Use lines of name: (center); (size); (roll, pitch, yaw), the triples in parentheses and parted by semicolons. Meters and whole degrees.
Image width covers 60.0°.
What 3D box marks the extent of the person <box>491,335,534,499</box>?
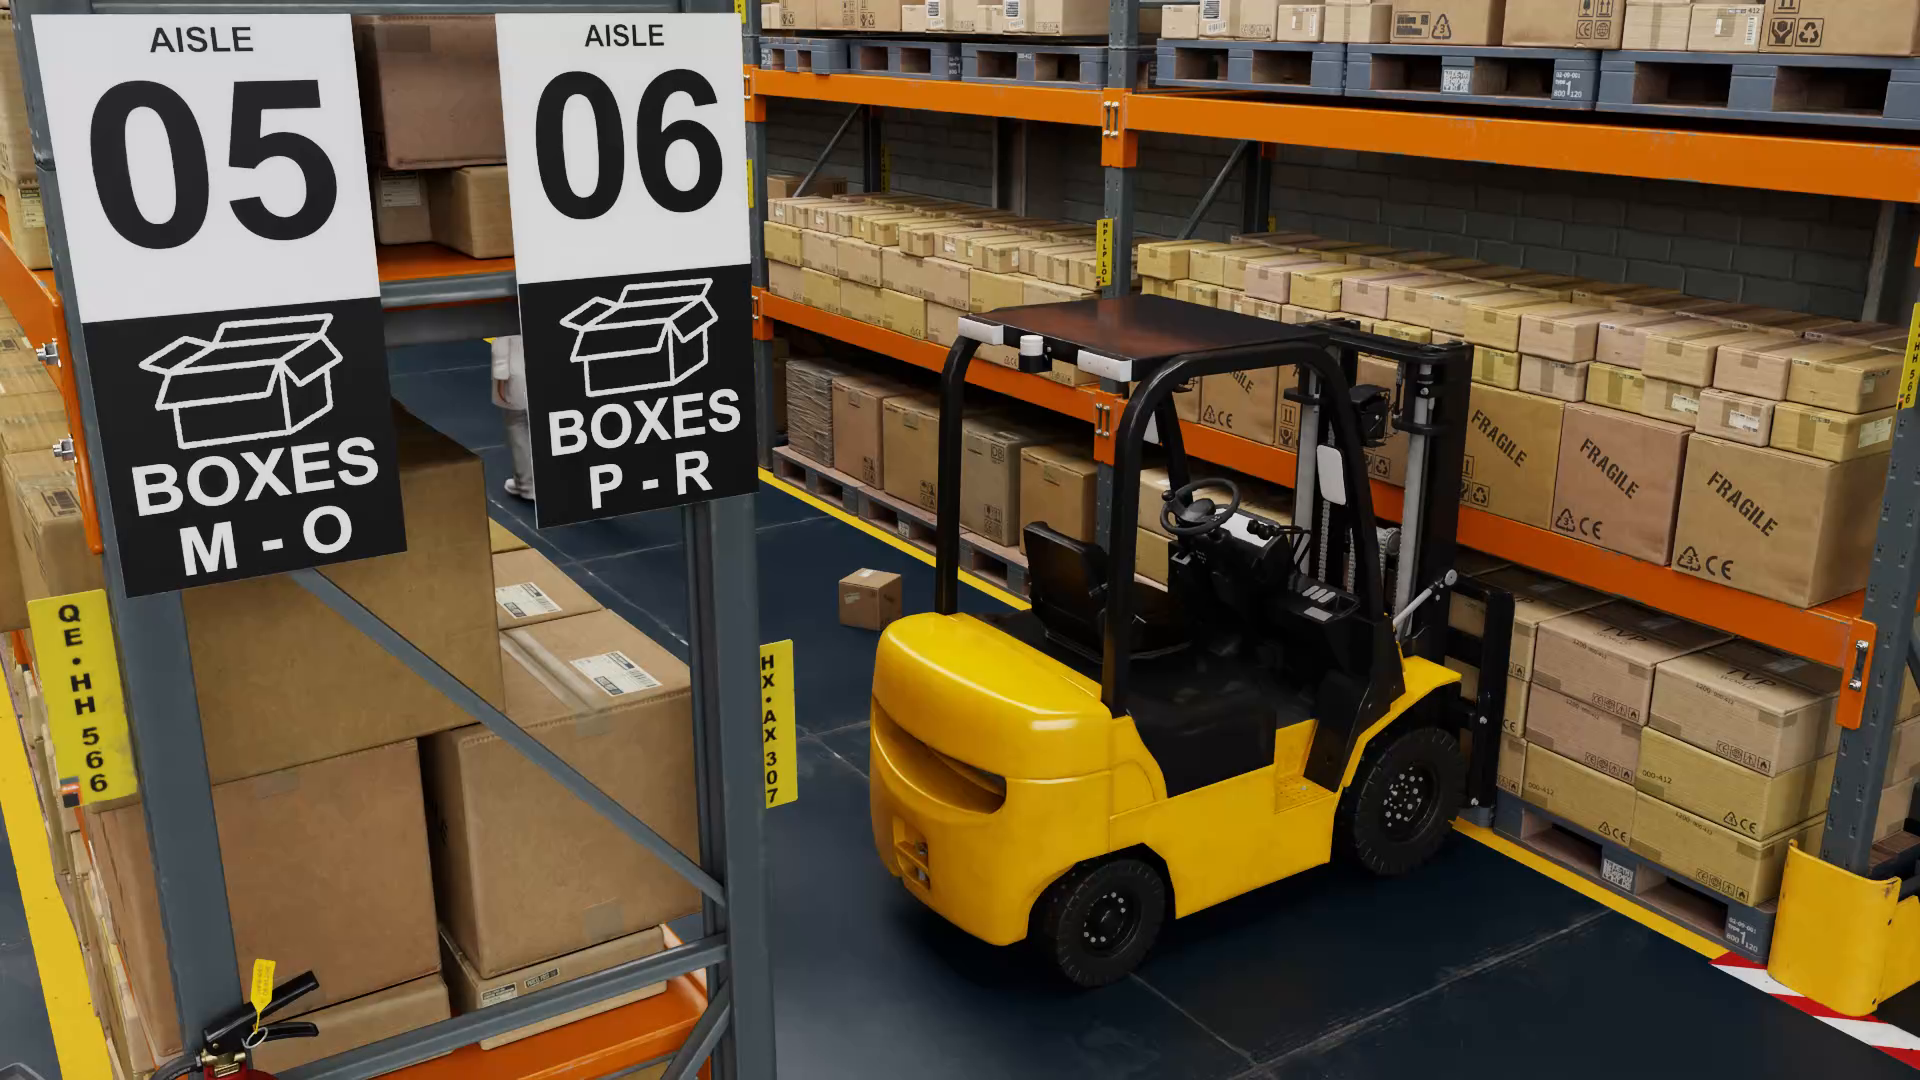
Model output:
person: (-2.819, -1.116, 11.011); (0.577, 1.756, 0.778); (-15, 23, -38)
